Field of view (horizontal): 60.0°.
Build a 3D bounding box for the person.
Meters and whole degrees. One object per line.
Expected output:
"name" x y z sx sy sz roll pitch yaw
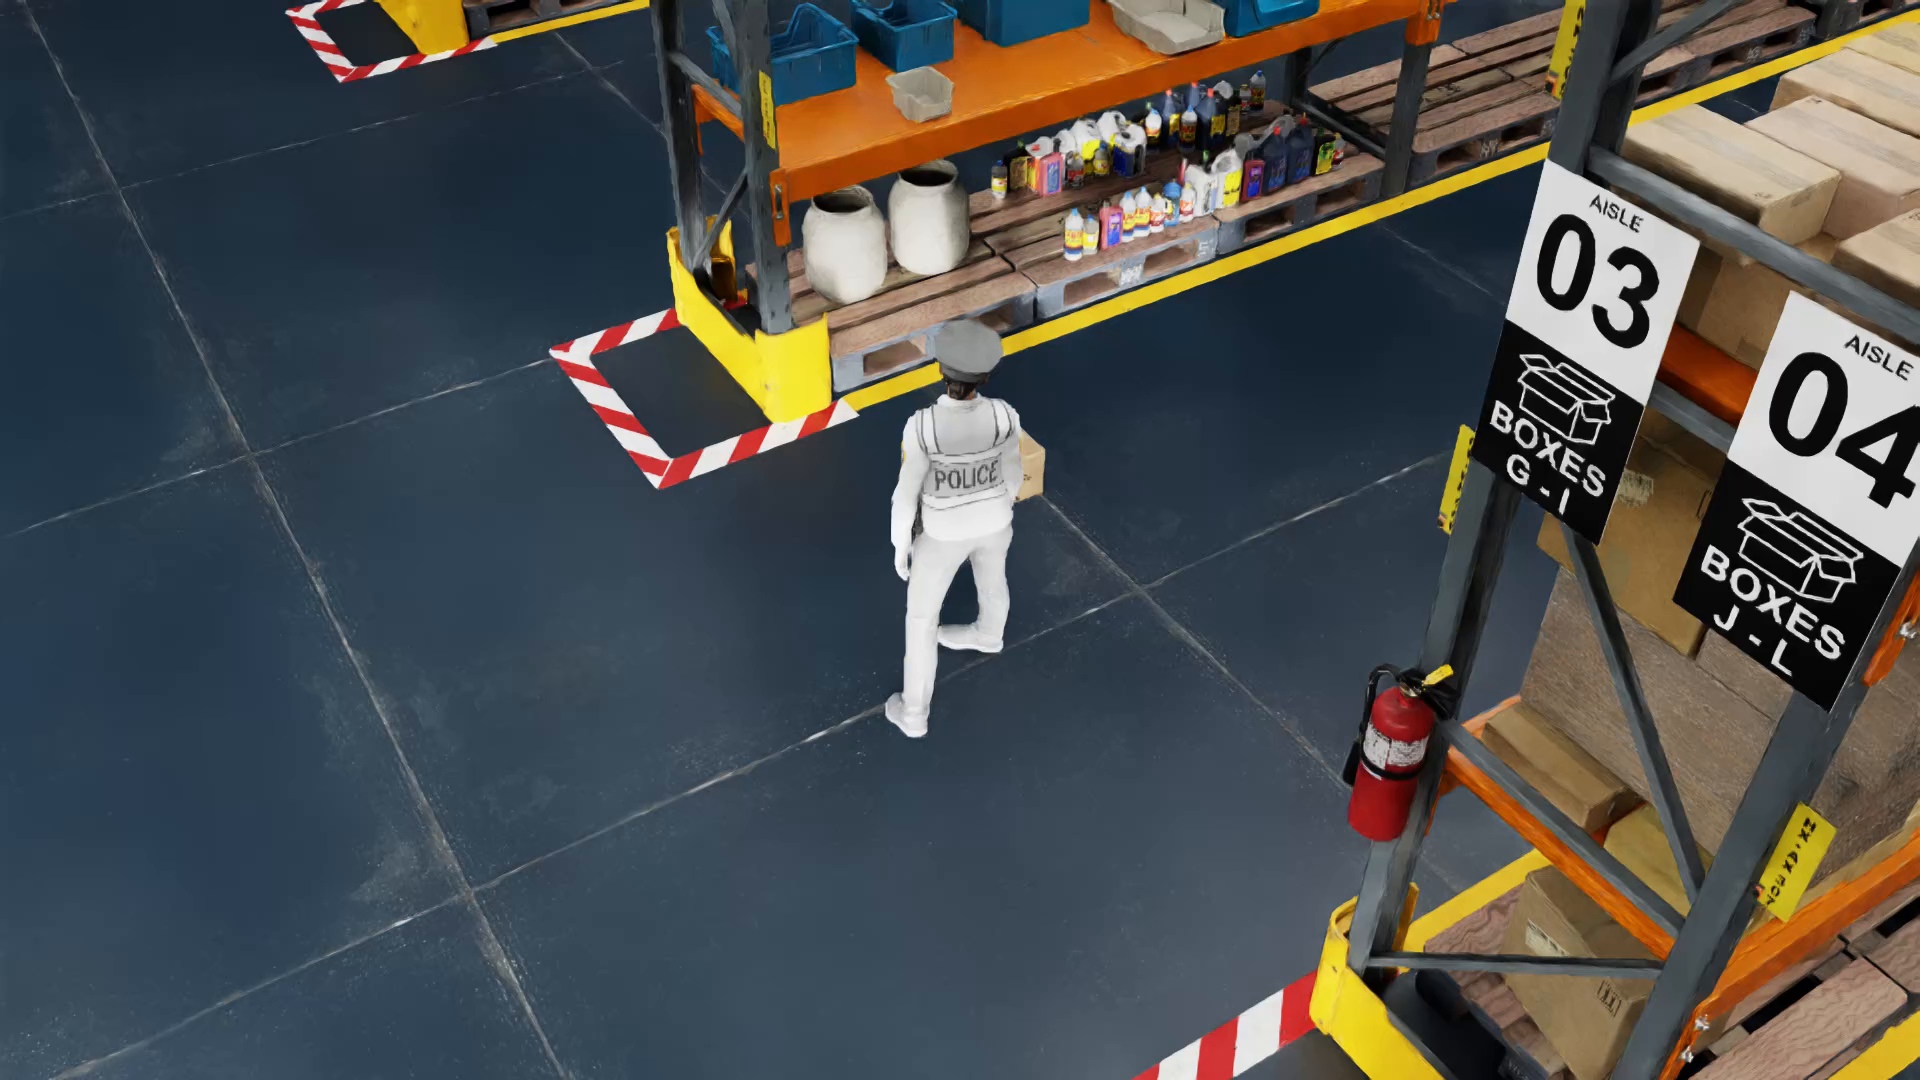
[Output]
"person" -0.051 -0.039 6.209 0.579 1.666 0.552 -13 43 -15
